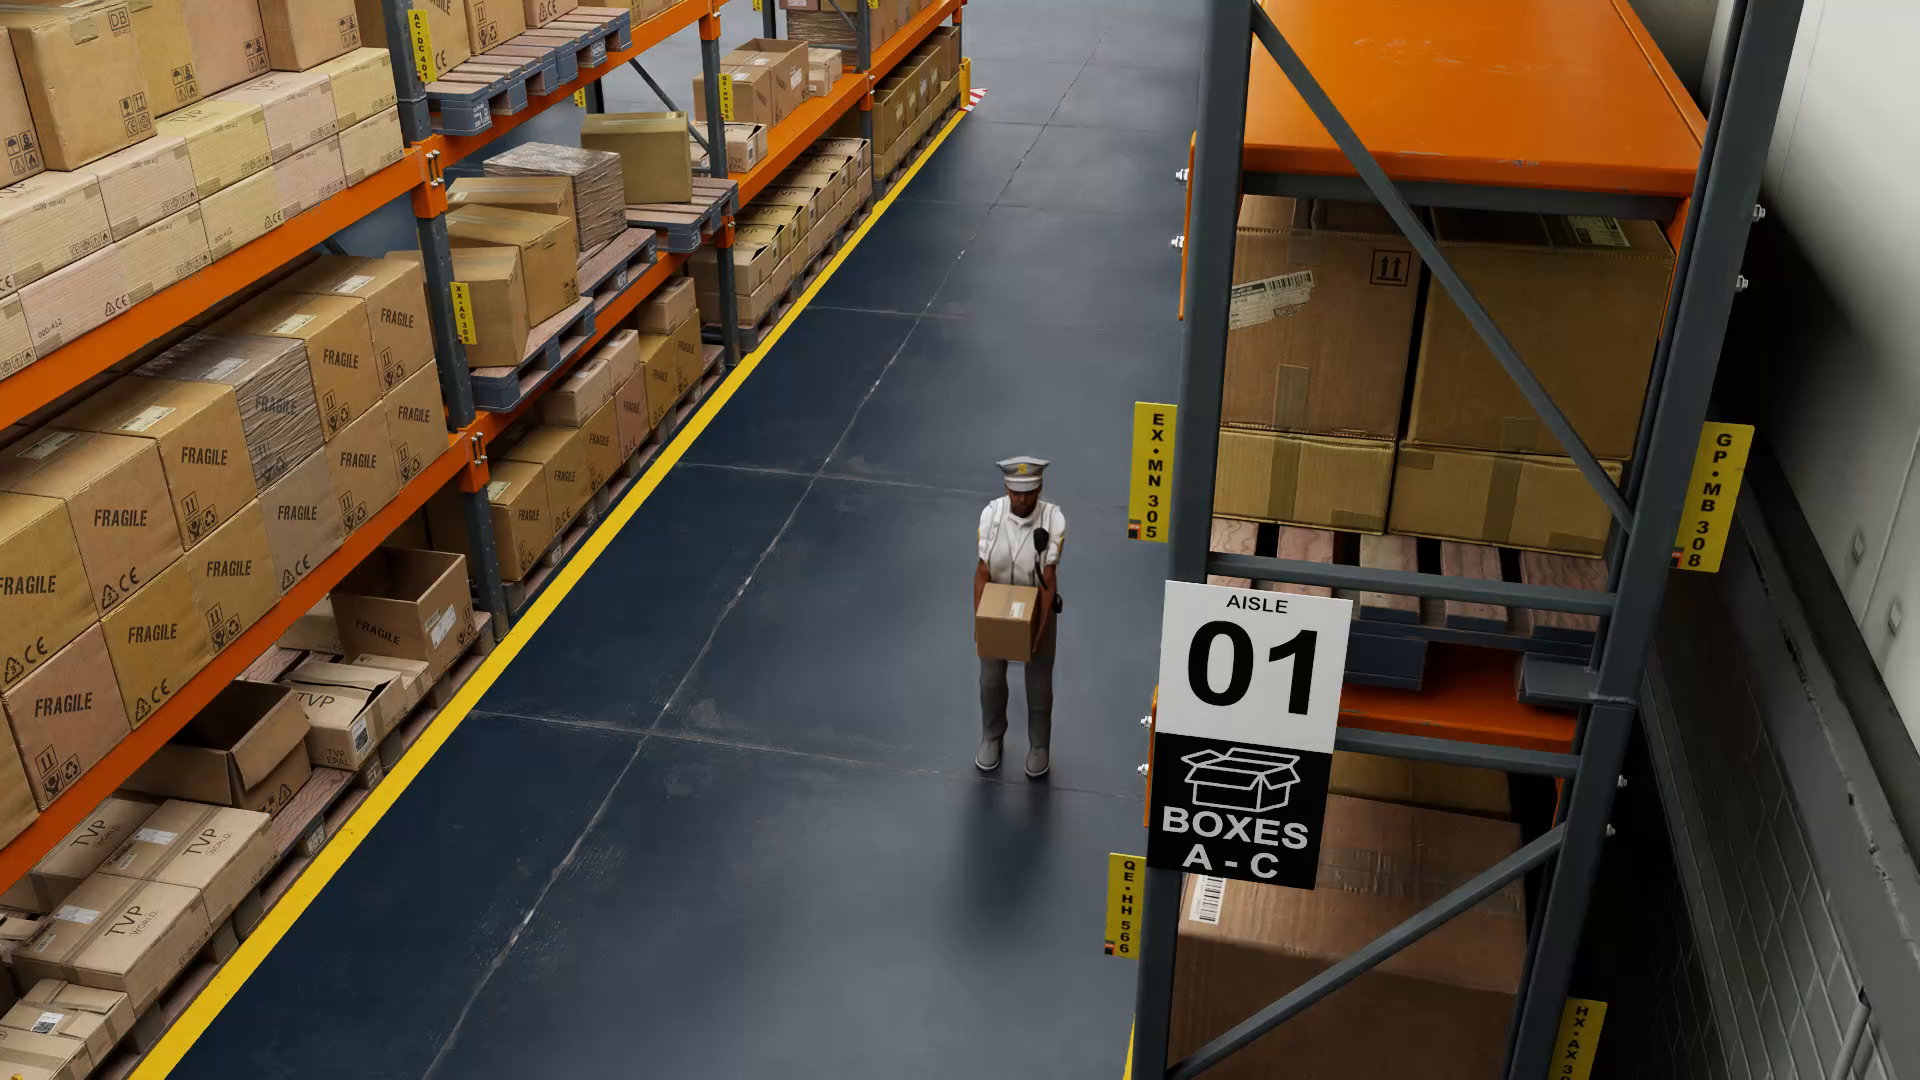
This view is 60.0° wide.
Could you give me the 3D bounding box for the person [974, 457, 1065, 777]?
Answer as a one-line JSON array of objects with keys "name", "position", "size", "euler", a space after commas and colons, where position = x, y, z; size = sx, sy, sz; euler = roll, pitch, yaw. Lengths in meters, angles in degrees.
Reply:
[{"name": "person", "position": [0.268, 0.388, 7.893], "size": [0.416, 1.690, 0.526], "euler": [5, 29, 10]}]
